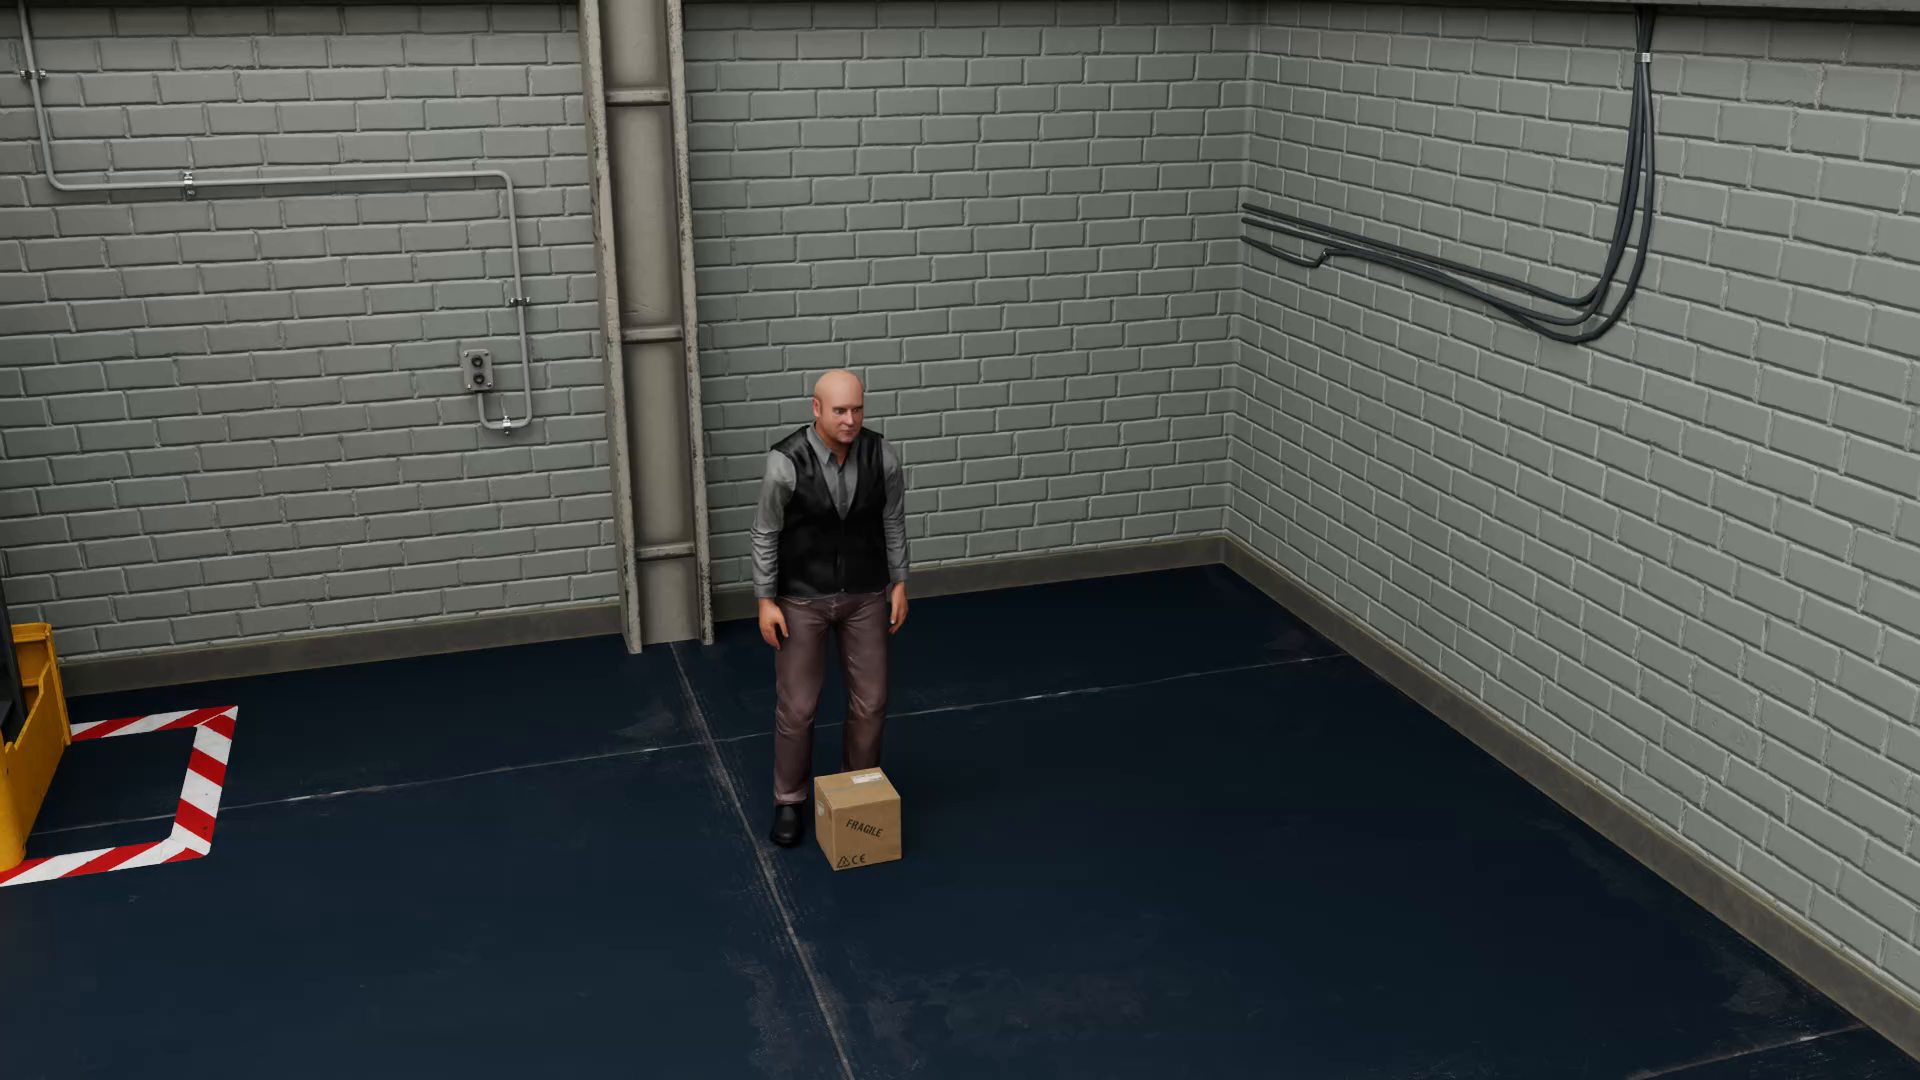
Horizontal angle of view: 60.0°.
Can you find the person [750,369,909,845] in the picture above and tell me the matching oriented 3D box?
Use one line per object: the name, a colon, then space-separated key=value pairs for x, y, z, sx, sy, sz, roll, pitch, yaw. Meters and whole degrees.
person: x=-0.451 y=0.224 z=5.956 sx=0.584 sy=1.719 sz=0.475 roll=-7 pitch=20 yaw=-20
